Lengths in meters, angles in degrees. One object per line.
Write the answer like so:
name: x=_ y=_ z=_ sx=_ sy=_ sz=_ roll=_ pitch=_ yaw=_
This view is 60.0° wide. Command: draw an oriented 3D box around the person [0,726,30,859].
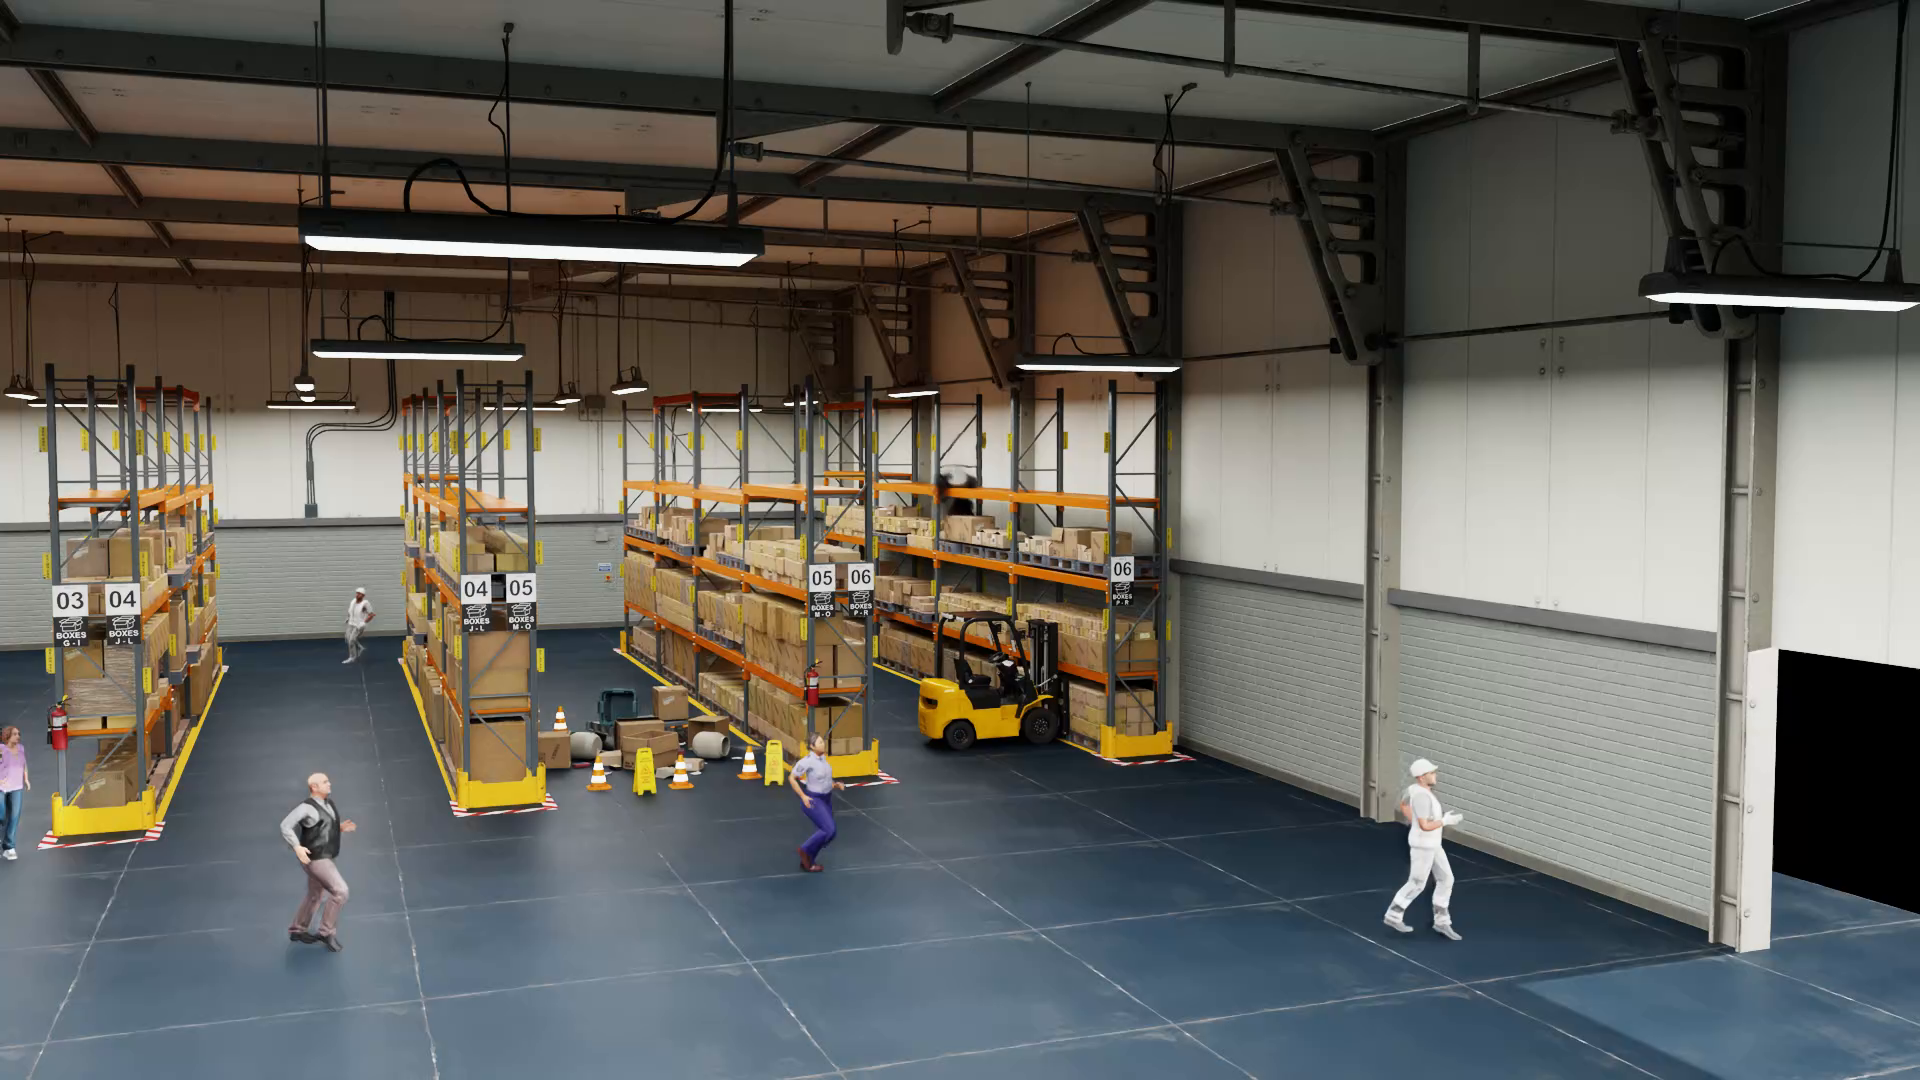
person: x=-11.563 y=3.039 z=20.212 sx=0.813 sy=1.551 sz=0.601 roll=2 pitch=4 yaw=29

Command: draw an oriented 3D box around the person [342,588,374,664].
person: x=-13.605 y=1.937 z=37.716 sx=0.724 sy=1.725 sz=0.639 roll=1 pitch=4 yaw=24

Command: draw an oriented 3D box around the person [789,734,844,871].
person: x=-1.622 y=3.067 z=19.339 sx=0.564 sy=1.594 sz=0.587 roll=1 pitch=4 yaw=21

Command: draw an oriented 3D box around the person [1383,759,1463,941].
person: x=4.667 y=3.113 z=16.732 sx=0.765 sy=1.832 sz=0.632 roll=1 pitch=4 yaw=24

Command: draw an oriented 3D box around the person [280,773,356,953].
person: x=-6.316 y=3.183 z=16.433 sx=0.699 sy=1.763 sz=0.638 roll=0 pitch=3 yaw=-2
